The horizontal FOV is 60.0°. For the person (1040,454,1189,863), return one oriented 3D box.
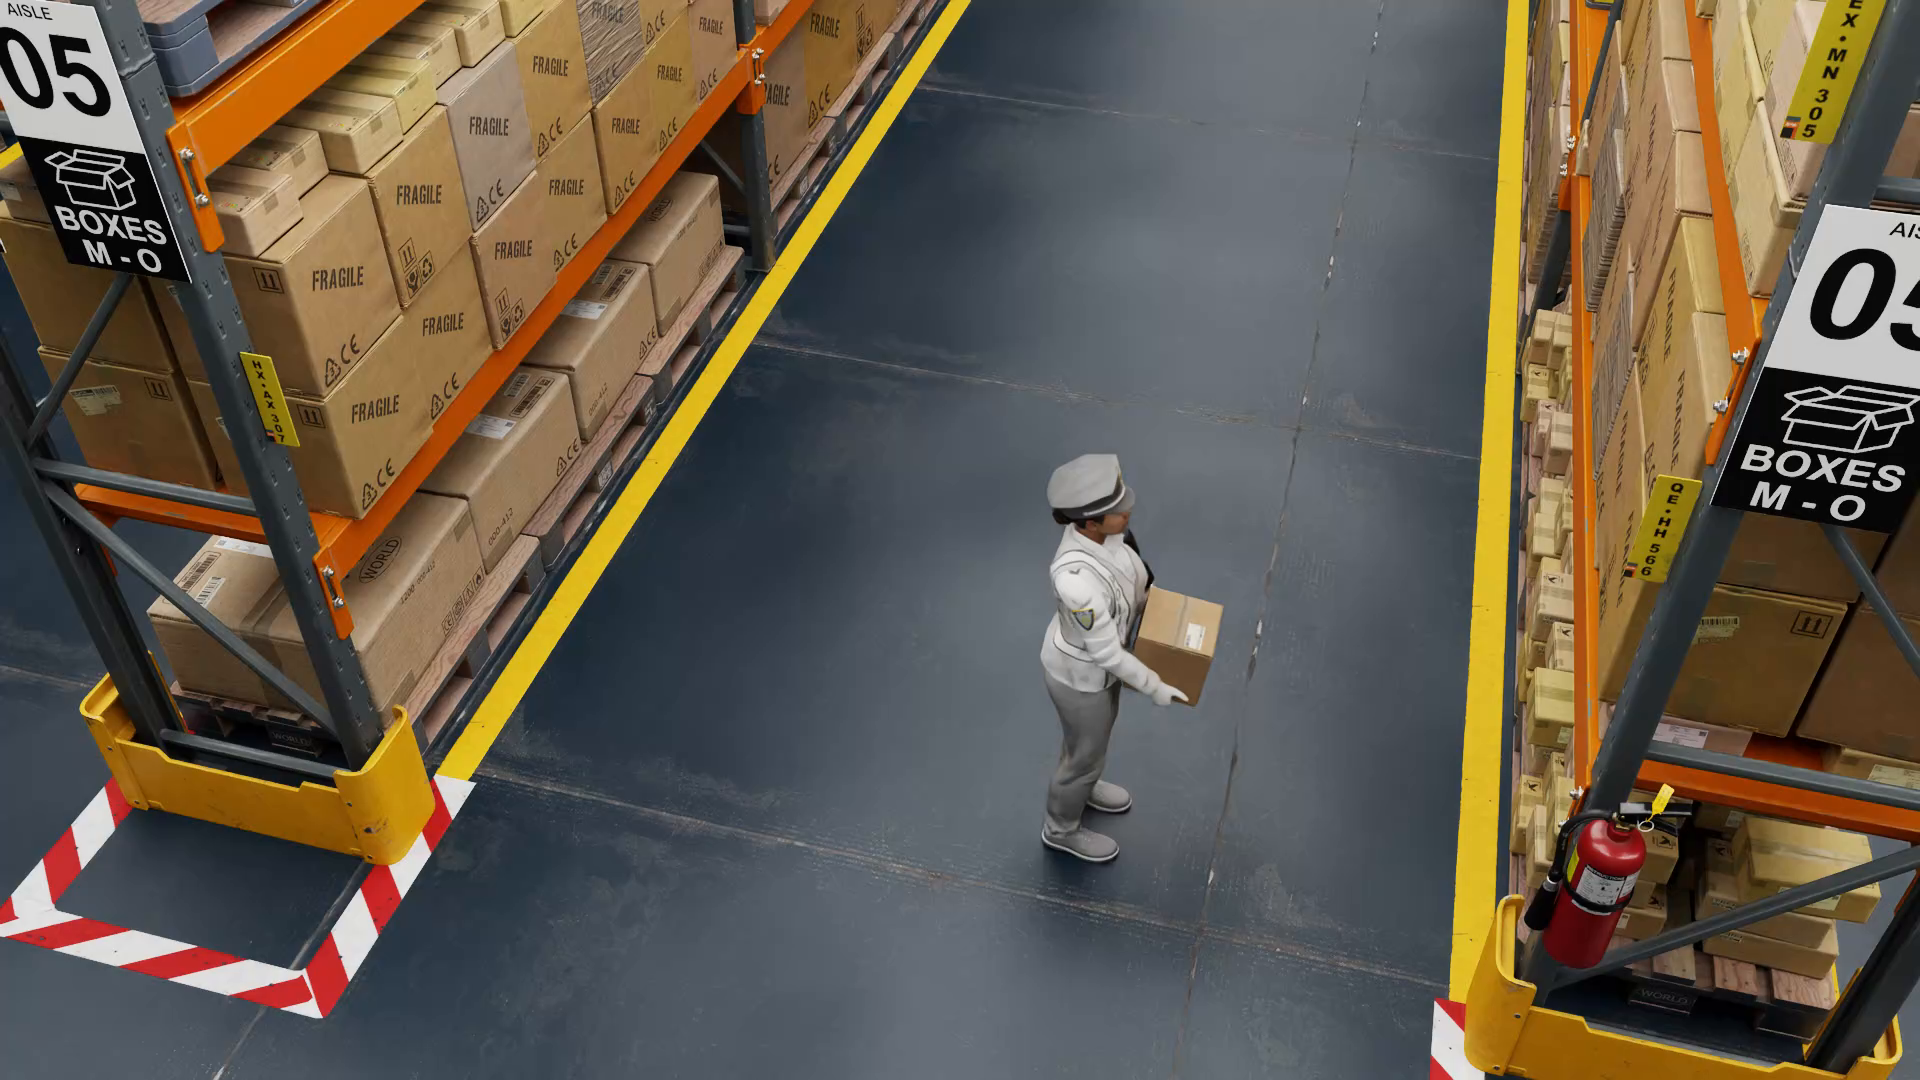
[{"bbox_3d":[0.530,0.430,5.653,0.530,1.691,0.446,10,42,11],"label":"person"}]
